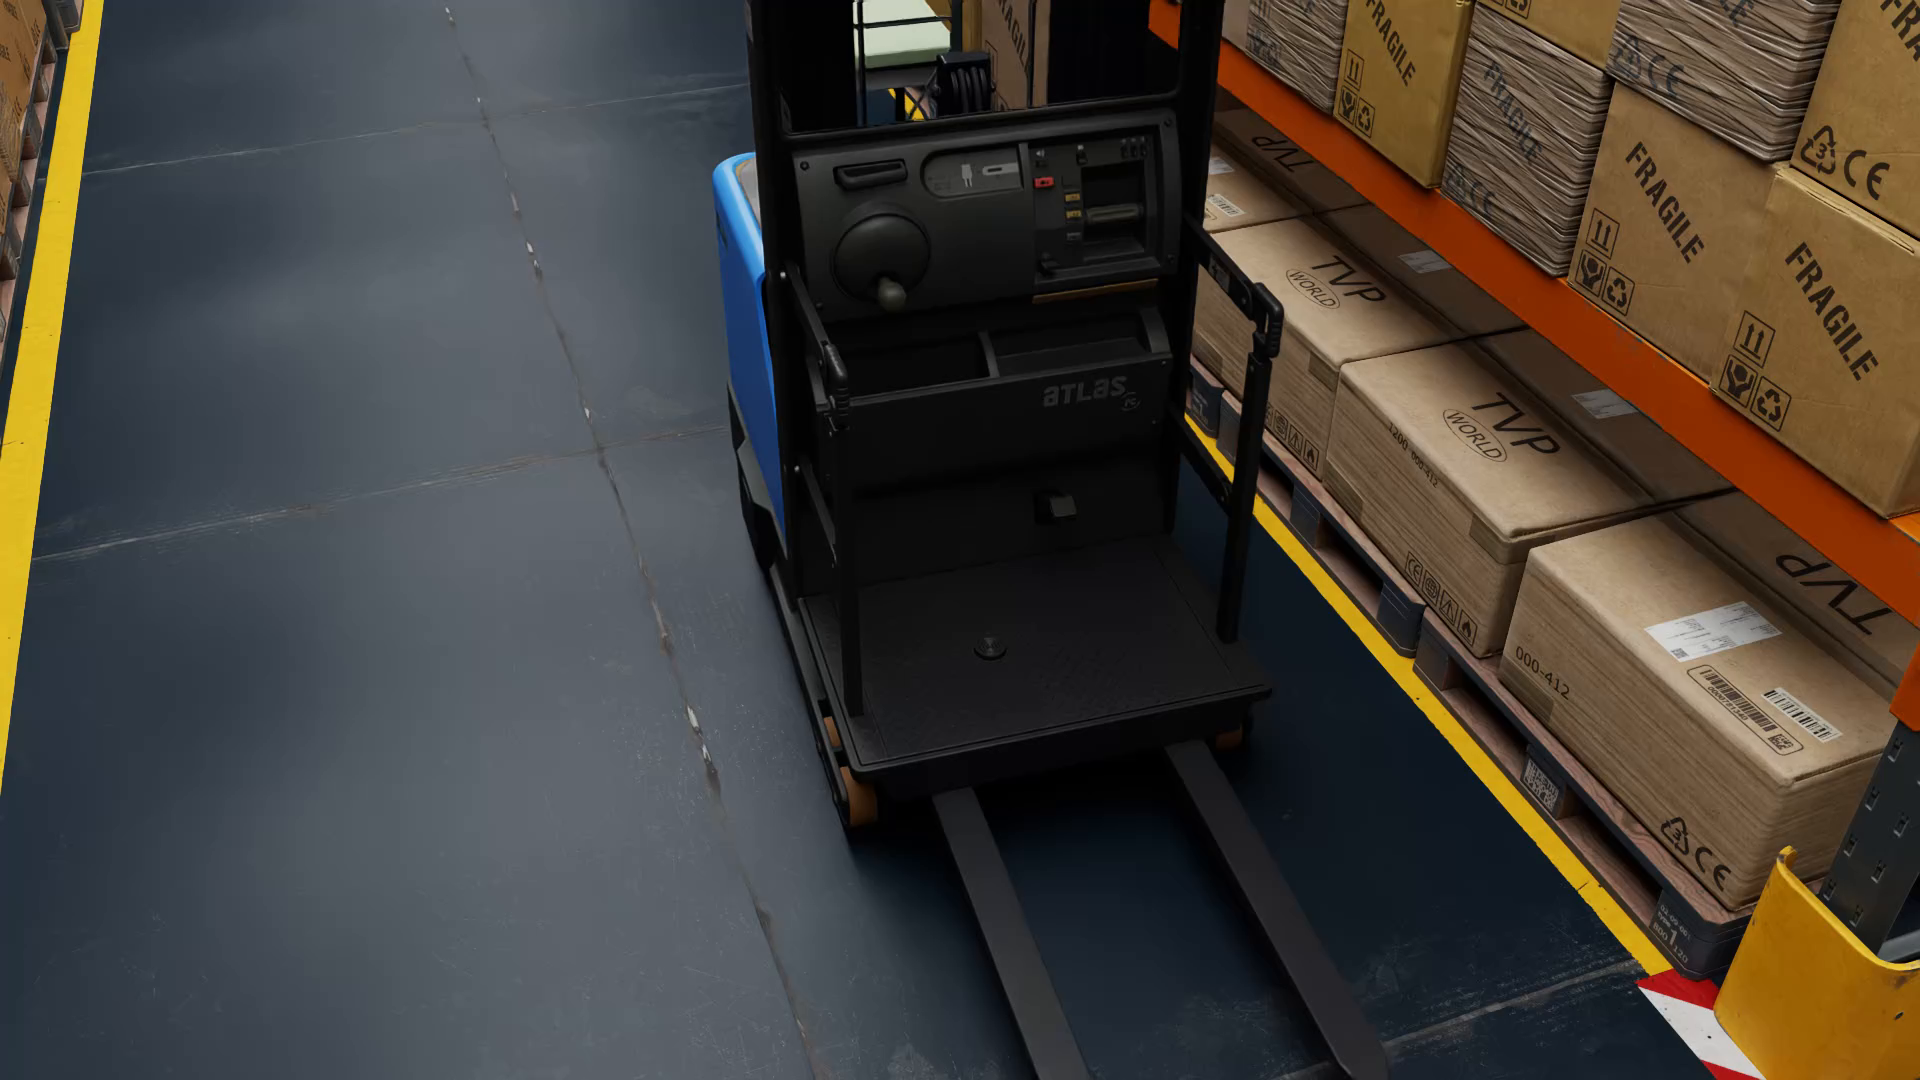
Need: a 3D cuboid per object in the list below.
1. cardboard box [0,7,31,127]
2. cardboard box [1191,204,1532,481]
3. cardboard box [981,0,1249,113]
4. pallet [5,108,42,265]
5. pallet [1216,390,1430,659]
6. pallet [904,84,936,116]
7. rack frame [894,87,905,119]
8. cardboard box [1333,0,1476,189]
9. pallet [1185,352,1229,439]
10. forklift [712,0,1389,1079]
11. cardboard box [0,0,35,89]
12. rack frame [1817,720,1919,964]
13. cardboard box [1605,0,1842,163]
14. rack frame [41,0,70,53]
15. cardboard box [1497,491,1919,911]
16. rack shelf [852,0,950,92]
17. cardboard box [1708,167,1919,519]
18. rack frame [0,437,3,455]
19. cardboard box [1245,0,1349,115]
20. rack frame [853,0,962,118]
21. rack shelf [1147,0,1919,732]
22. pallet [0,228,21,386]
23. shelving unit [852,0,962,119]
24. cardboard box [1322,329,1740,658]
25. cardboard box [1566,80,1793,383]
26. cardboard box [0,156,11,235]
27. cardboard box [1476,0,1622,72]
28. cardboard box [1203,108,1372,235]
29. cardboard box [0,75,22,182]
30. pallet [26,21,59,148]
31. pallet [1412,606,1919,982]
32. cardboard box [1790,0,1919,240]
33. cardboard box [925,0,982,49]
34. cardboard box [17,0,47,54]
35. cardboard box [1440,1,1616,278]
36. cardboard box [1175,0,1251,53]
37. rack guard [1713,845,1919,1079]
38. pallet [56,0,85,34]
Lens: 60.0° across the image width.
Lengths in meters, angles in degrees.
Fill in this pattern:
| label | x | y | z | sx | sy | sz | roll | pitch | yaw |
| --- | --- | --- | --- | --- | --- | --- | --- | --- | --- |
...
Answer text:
| label | x | y | z | sx | sy | sz | roll | pitch | yaw |
| --- | --- | --- | --- | --- | --- | --- | --- | --- | --- |
| cardboard box | -4.413 | -2.053 | 7.211 | 0.500 | 0.500 | 0.500 | -11 | 38 | -14 |
| cardboard box | 1.354 | -0.690 | 5.453 | 0.875 | 0.438 | 0.875 | -14 | 39 | -17 |
| cardboard box | 0.642 | -2.081 | 6.936 | 0.875 | 0.875 | 0.875 | -11 | 38 | -15 |
| pallet | -4.468 | -1.426 | 6.968 | 1.003 | 0.211 | 1.213 | -12 | 39 | -16 |
| pallet | 1.542 | -0.178 | 5.311 | 1.003 | 0.211 | 1.213 | -12 | 39 | -16 |
| pallet | 0.170 | -2.425 | 8.294 | 1.003 | 0.211 | 1.213 | -12 | 39 | -16 |
| rack frame | -0.392 | -1.463 | 5.946 | 0.400 | 1.500 | 0.023 | -10 | 38 | -13 |
| cardboard box | 1.358 | -1.290 | 4.386 | 0.500 | 0.500 | 0.500 | -11 | 38 | -15 |
| pallet | 1.118 | -0.868 | 6.227 | 1.003 | 0.211 | 1.213 | -12 | 39 | -16 |
| forklift | 0.139 | -0.700 | 3.744 | 1.130 | 2.935 | 3.031 | -10 | 38 | -13 |
| cardboard box | -4.596 | -2.348 | 7.602 | 0.500 | 0.500 | 0.500 | -13 | 39 | -17 |
| rack frame | 2.307 | -0.168 | 2.980 | 1.000 | 3.000 | 0.127 | -12 | 39 | -16 |
| cardboard box | 1.710 | -1.120 | 3.329 | 0.500 | 0.500 | 0.500 | -12 | 39 | -16 |
| rack frame | -5.105 | -3.658 | 7.613 | 1.000 | 3.000 | 0.127 | -12 | 39 | -16 |
| cardboard box | 1.986 | 0.335 | 4.092 | 0.875 | 0.438 | 0.875 | -14 | 39 | -17 |
| rack shelf | -0.290 | -1.563 | 5.430 | 0.431 | 0.370 | 0.720 | -10 | 38 | -13 |
| cardboard box | 1.892 | -0.426 | 3.239 | 0.500 | 0.500 | 0.500 | -12 | 39 | -16 |
| rack frame | -3.729 | -1.398 | 4.613 | 1.000 | 3.000 | 0.127 | -12 | 39 | -16 |
| cardboard box | 1.180 | -1.581 | 4.773 | 0.500 | 0.500 | 0.500 | -12 | 39 | -16 |
| rack frame | -0.188 | -1.040 | 5.384 | 0.400 | 1.500 | 0.023 | -10 | 38 | -13 |
| rack shelf | 1.618 | -1.011 | 4.697 | 1.077 | 0.370 | 4.000 | -12 | 39 | -16 |
| pallet | -4.044 | -0.736 | 6.052 | 1.003 | 0.211 | 1.213 | -12 | 39 | -16 |
| shelving unit | -0.290 | -1.252 | 5.665 | 0.431 | 1.500 | 0.755 | -10 | 38 | -13 |
| cardboard box | 1.663 | -0.180 | 4.776 | 0.875 | 0.438 | 0.875 | -11 | 38 | -15 |
| cardboard box | 1.734 | -0.713 | 3.620 | 0.500 | 0.500 | 0.500 | -13 | 39 | -17 |
| cardboard box | -4.044 | -1.469 | 6.435 | 0.500 | 0.500 | 0.500 | -14 | 39 | -17 |
| cardboard box | 1.543 | -1.400 | 3.701 | 0.500 | 0.500 | 0.500 | -13 | 39 | -16 |
| cardboard box | 1.046 | -1.195 | 6.124 | 0.875 | 0.438 | 0.875 | -13 | 39 | -17 |
| cardboard box | -4.217 | -1.763 | 6.826 | 0.500 | 0.500 | 0.500 | -14 | 39 | -18 |
| pallet | -4.884 | -2.114 | 7.882 | 1.003 | 0.211 | 1.213 | -12 | 39 | -16 |
| pallet | 1.958 | 0.510 | 4.397 | 1.003 | 0.211 | 1.213 | -12 | 39 | -16 |
| cardboard box | 1.917 | -0.831 | 2.945 | 0.500 | 0.500 | 0.500 | -11 | 38 | -14 |
| cardboard box | 0.324 | -2.589 | 7.611 | 0.875 | 0.875 | 0.875 | -11 | 38 | -15 |
| cardboard box | -4.758 | -2.633 | 7.981 | 0.500 | 0.500 | 0.500 | -11 | 38 | -15 |
| cardboard box | 1.547 | -1.001 | 4.003 | 0.500 | 0.500 | 0.500 | -11 | 38 | -15 |
| cardboard box | 1.015 | -1.863 | 5.148 | 0.500 | 0.500 | 0.500 | -12 | 39 | -16 |
| rack guard | 2.315 | 0.844 | 3.714 | 1.175 | 0.500 | 0.348 | -12 | 39 | -16 |
| pallet | -5.352 | -3.017 | 9.080 | 1.003 | 0.211 | 1.213 | -12 | 39 | -16 |
